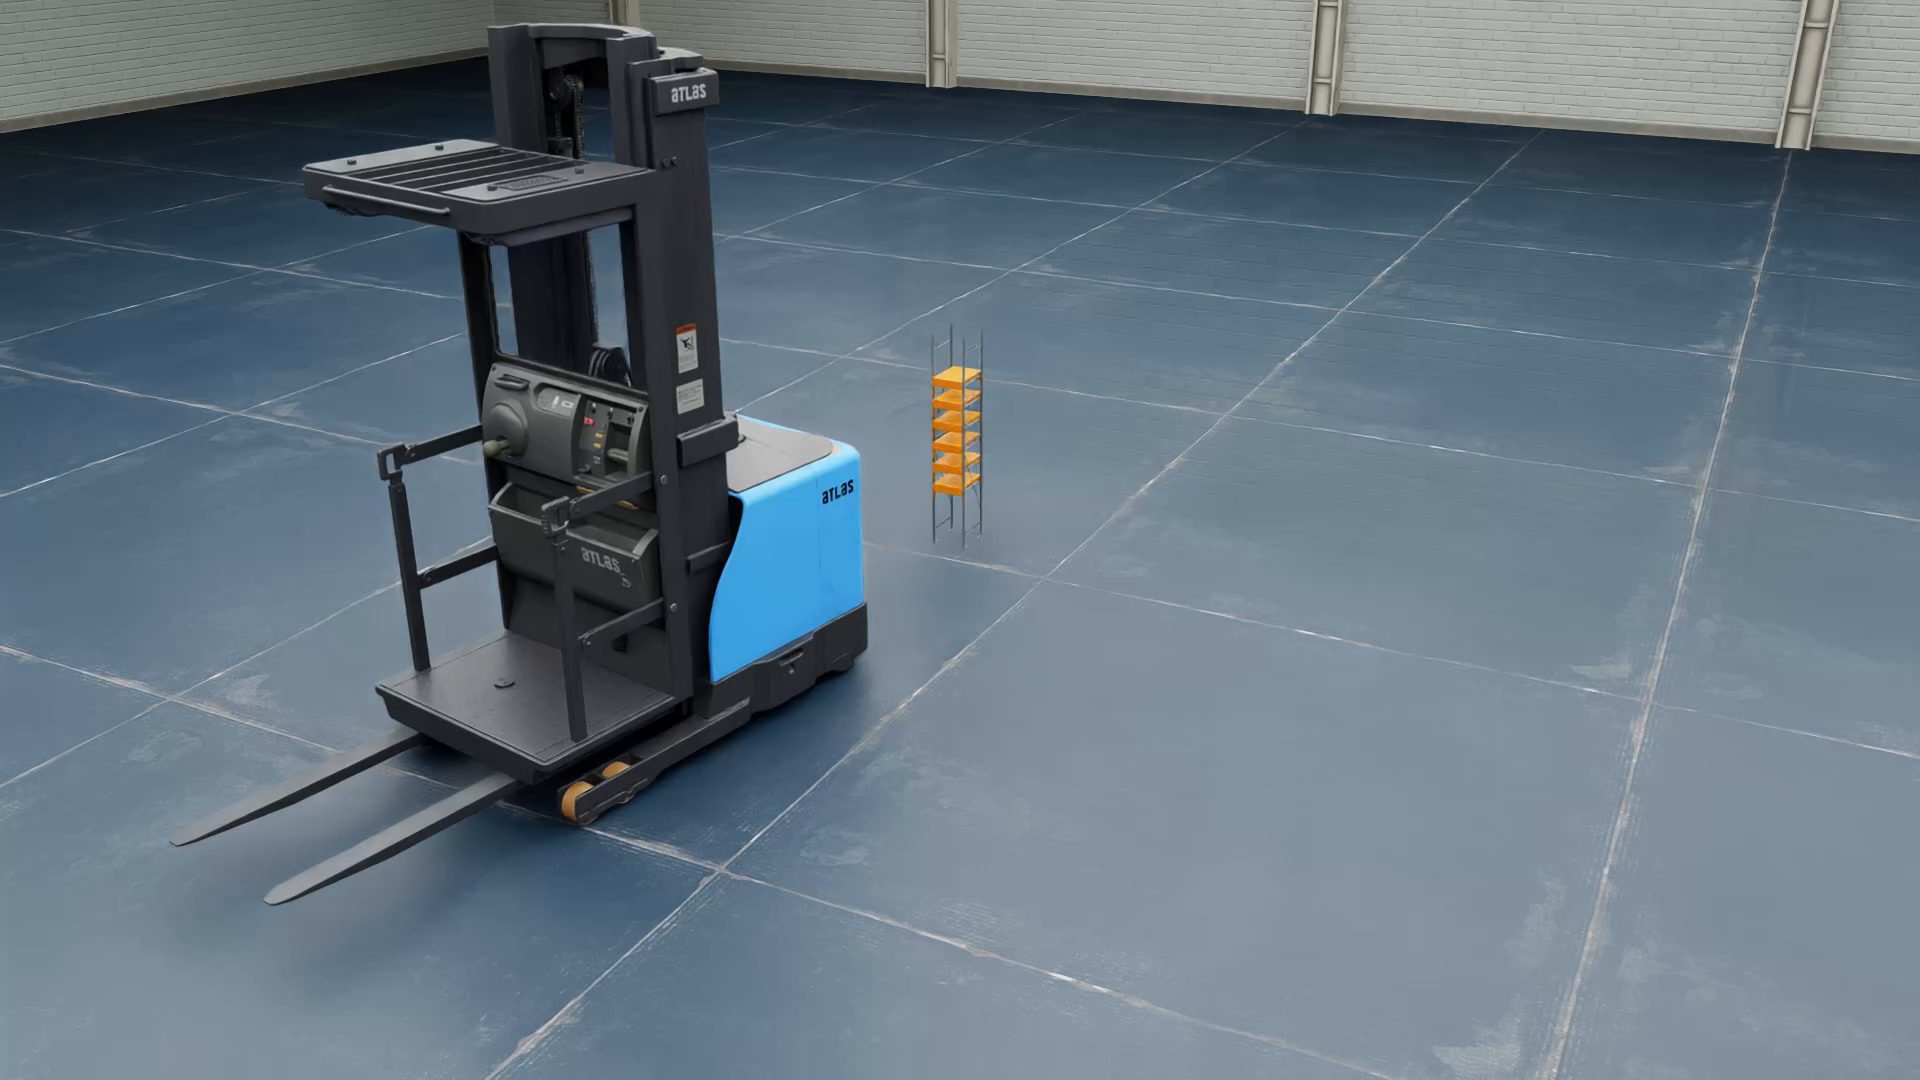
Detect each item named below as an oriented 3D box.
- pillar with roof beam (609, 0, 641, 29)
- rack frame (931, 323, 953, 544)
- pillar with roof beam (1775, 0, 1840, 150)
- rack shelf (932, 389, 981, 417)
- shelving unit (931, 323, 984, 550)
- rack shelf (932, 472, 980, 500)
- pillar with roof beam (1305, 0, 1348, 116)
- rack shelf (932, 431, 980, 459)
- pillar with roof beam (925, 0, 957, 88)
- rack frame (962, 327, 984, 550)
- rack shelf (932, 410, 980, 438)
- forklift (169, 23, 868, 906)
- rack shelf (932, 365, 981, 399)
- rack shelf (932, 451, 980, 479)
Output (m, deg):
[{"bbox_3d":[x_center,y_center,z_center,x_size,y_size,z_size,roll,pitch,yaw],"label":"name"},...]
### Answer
[{"bbox_3d":[-7.582,-10.735,22.993,0.400,9.000,9.100,11,25,25],"label":"pillar with roof beam"},{"bbox_3d":[-0.095,-0.571,9.059,0.006,1.200,0.240,11,25,25],"label":"rack frame"},{"bbox_3d":[8.481,-7.556,15.519,0.400,9.000,9.100,11,25,25],"label":"pillar with roof beam"},{"bbox_3d":[-0.013,-0.735,8.945,0.180,0.103,0.258,11,25,25],"label":"rack shelf"},{"bbox_3d":[-0.013,-0.555,9.021,0.189,1.200,0.258,11,25,25],"label":"shelving unit"},{"bbox_3d":[-0.013,-0.293,9.133,0.180,0.103,0.258,11,25,25],"label":"rack shelf"},{"bbox_3d":[3.127,-8.616,18.010,0.400,9.000,9.100,11,25,25],"label":"pillar with roof beam"},{"bbox_3d":[-0.013,-0.514,9.039,0.180,0.103,0.258,11,25,25],"label":"rack shelf"},{"bbox_3d":[-2.228,-9.675,20.502,0.400,9.000,9.100,11,25,25],"label":"pillar with roof beam"},{"bbox_3d":[0.069,-0.539,8.983,0.006,1.200,0.240,11,25,25],"label":"rack frame"},{"bbox_3d":[-0.013,-0.624,8.992,0.180,0.103,0.258,11,25,25],"label":"rack shelf"},{"bbox_3d":[-1.724,-0.438,6.534,1.130,2.935,3.031,16,28,34],"label":"forklift"},{"bbox_3d":[-0.013,-0.845,8.898,0.180,0.103,0.258,11,25,25],"label":"rack shelf"},{"bbox_3d":[-0.013,-0.403,9.086,0.180,0.103,0.258,11,25,25],"label":"rack shelf"}]
